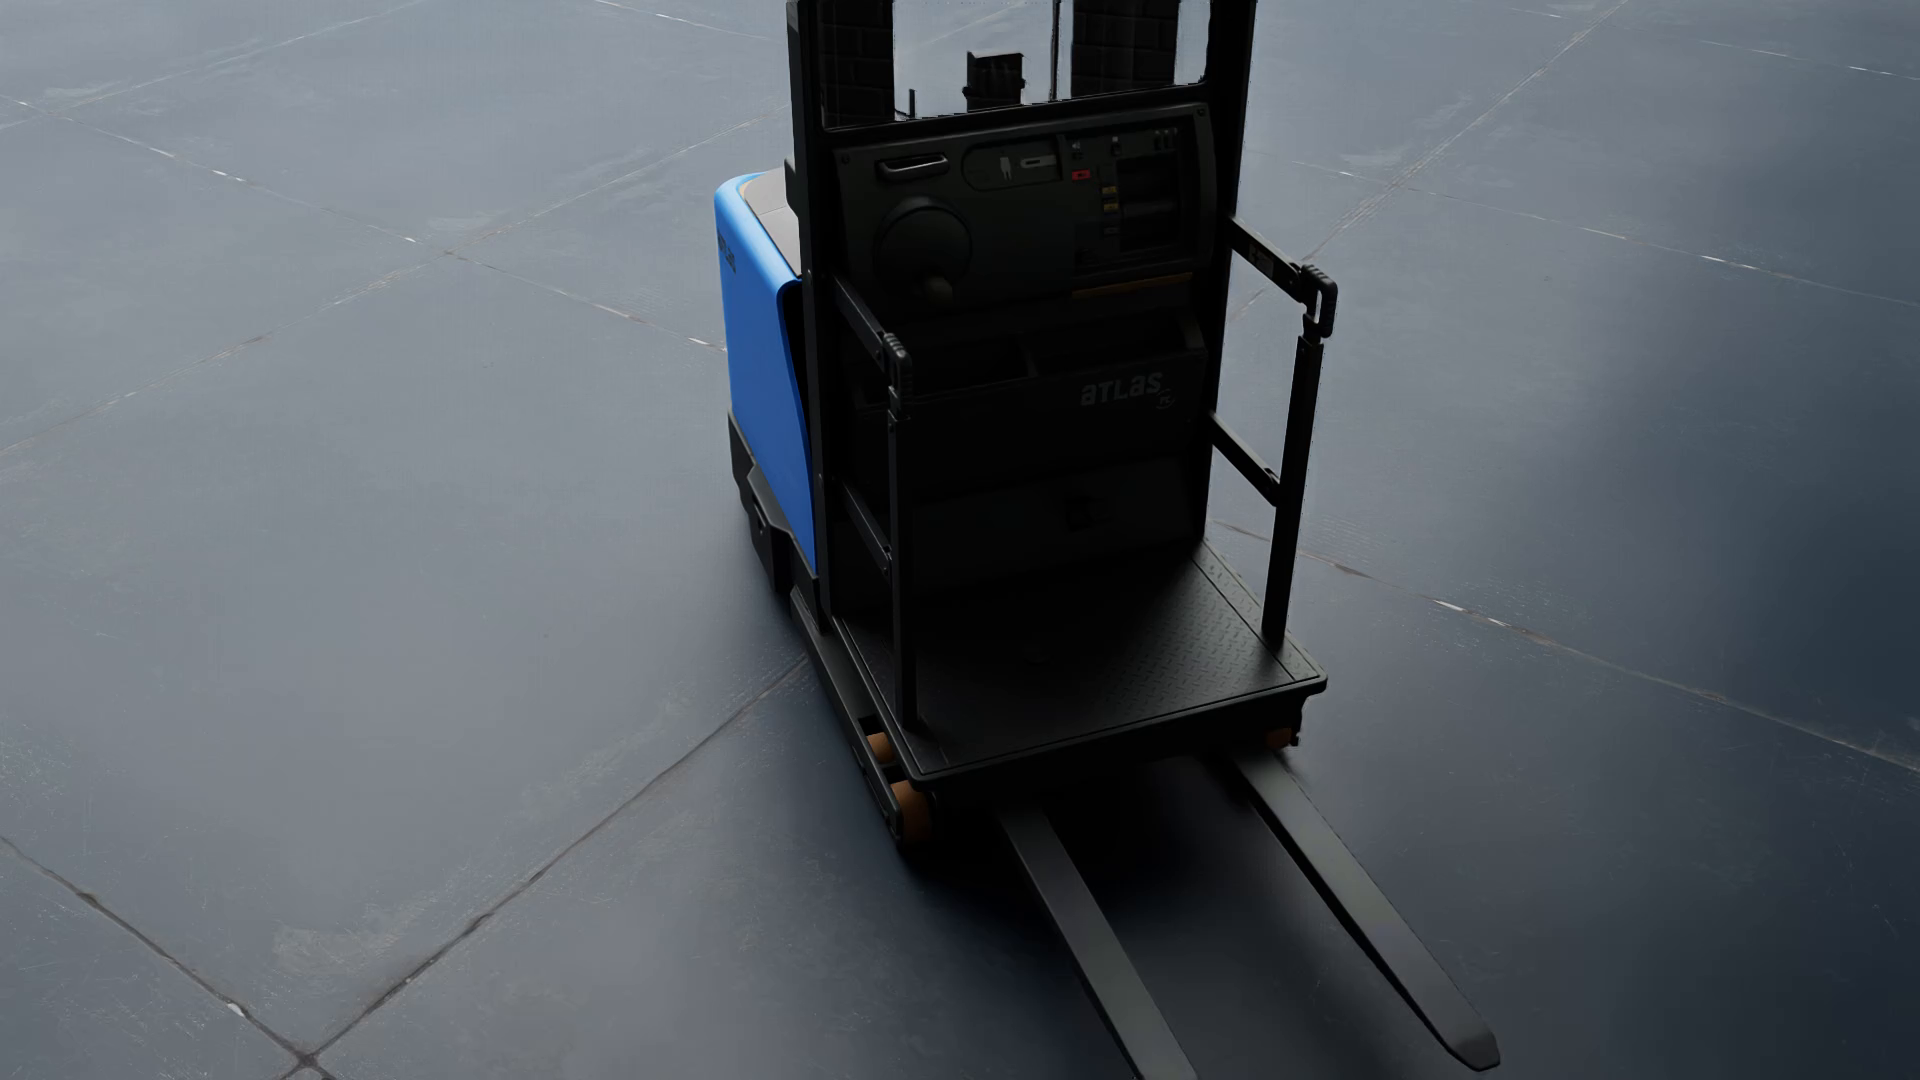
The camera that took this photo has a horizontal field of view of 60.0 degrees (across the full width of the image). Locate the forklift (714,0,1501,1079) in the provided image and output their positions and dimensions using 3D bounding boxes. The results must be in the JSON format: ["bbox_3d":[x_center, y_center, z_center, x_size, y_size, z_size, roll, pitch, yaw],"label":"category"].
[{"bbox_3d":[0.243,-0.719,3.697,1.130,2.935,3.031,-12,36,-17],"label":"forklift"}]

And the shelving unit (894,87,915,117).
[{"bbox_3d":[-0.294,-0.900,5.509,0.258,1.200,0.189,18,38,25],"label":"shelving unit"}]

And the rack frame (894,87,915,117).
[{"bbox_3d":[-0.247,-0.944,5.575,0.240,1.200,0.006,18,38,25],"label":"rack frame"}]
